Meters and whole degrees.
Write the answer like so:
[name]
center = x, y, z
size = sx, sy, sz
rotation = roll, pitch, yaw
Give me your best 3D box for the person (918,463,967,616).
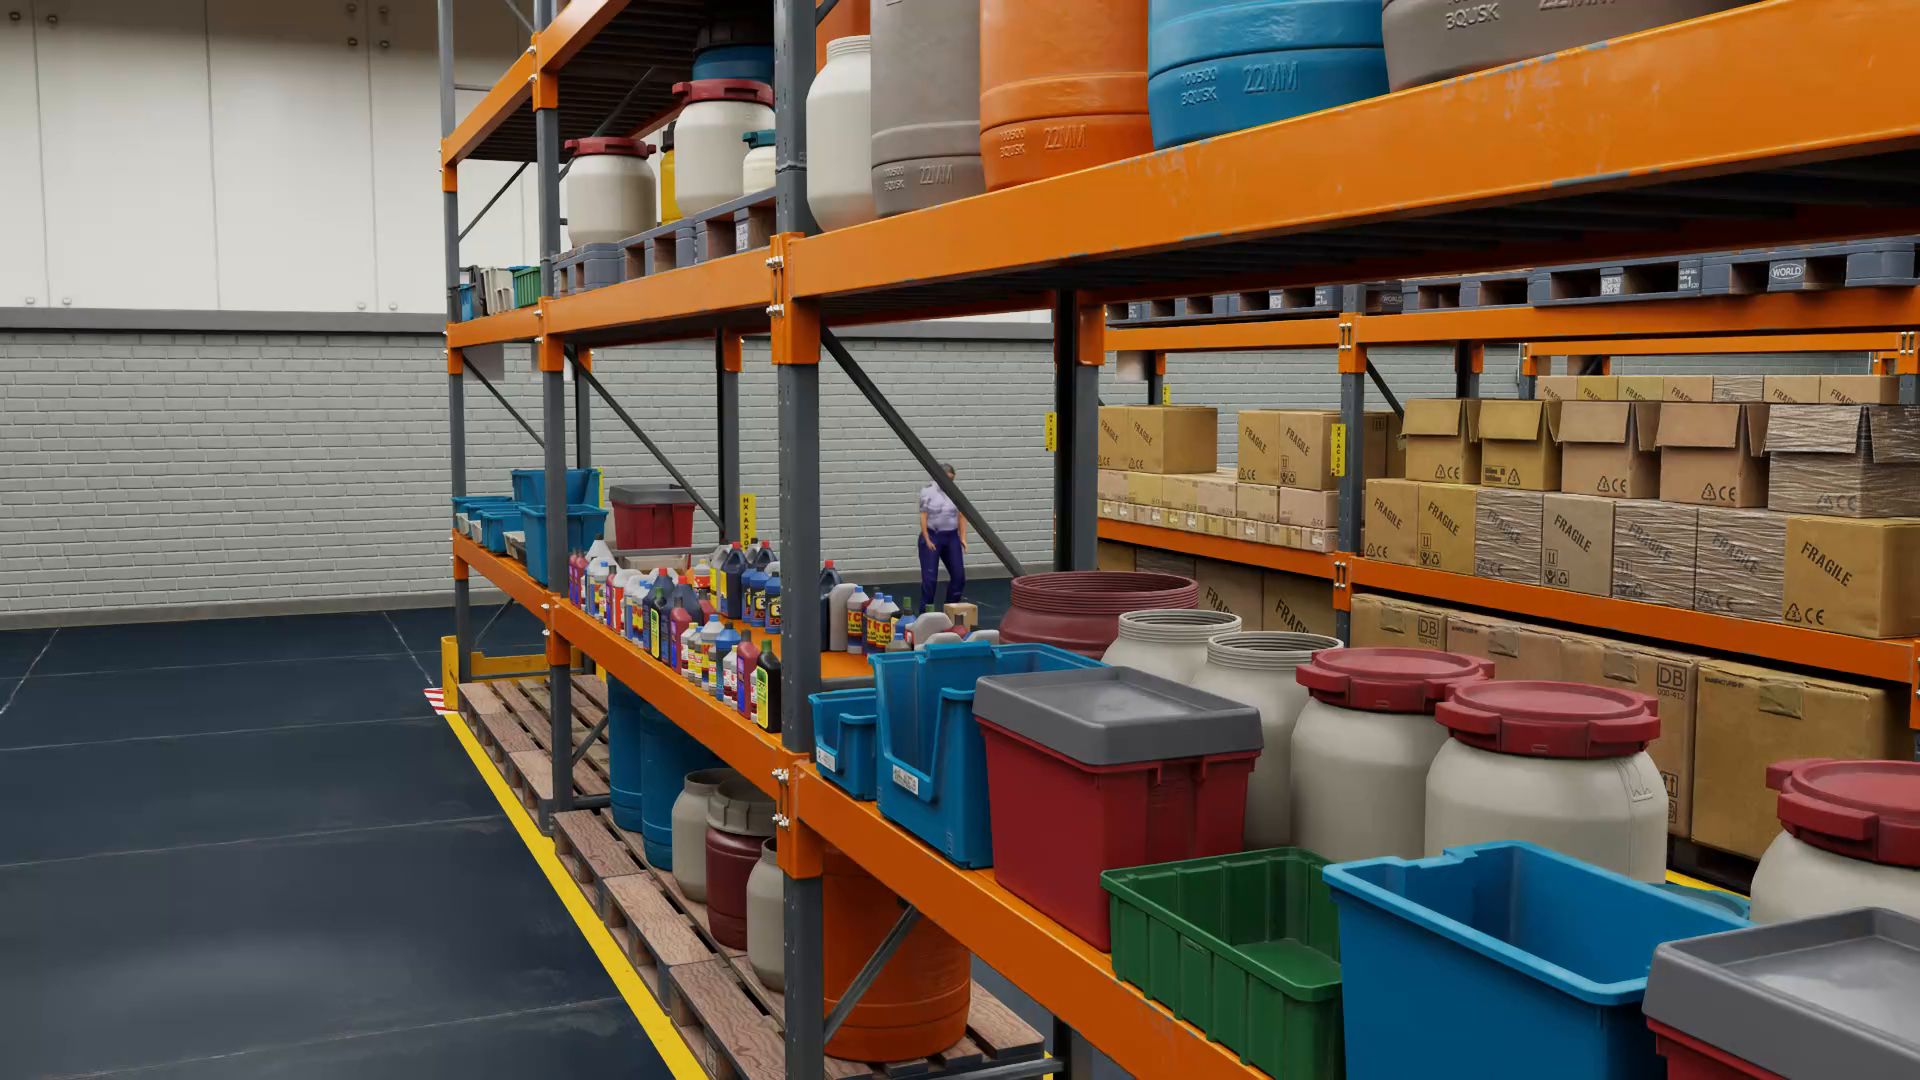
[person]
center = -0.171, 0.043, 16.422
size = 0.496, 1.607, 0.397
rotation = -2, 6, -22
